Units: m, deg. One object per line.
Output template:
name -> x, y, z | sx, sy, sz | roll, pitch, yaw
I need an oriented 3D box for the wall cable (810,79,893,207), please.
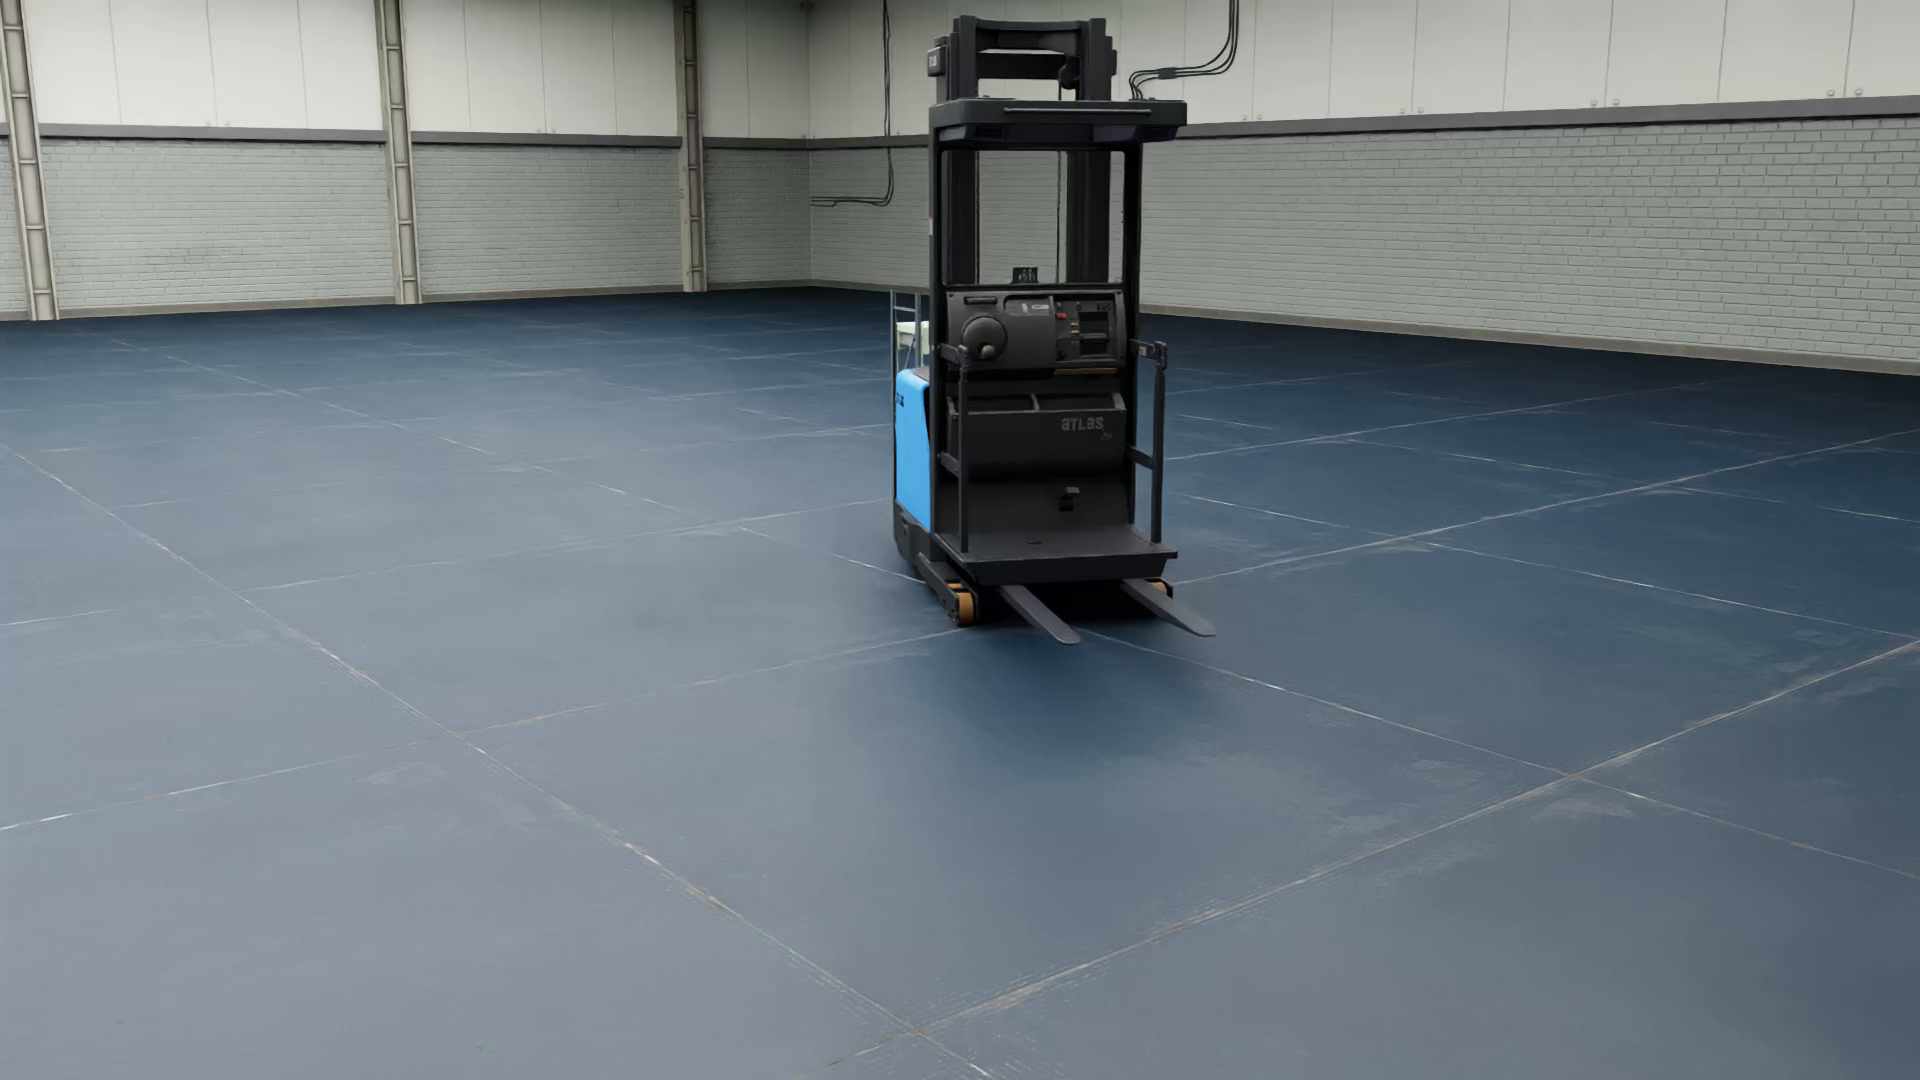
wall cable -> -2.335, -8.177, 34.448 | 0.112, 2.526, 3.097 | -9, 15, -38

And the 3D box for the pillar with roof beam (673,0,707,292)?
pillar with roof beam -> -2.772, -8.830, 30.047 | 0.400, 9.000, 9.100 | -9, 15, -38

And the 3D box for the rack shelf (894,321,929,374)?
rack shelf -> 0.006, -1.152, 10.064 | 0.720, 0.370, 0.431 | -6, 13, -25

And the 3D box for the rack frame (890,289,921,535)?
rack frame -> -0.323, -0.737, 9.989 | 0.023, 1.500, 0.400 | -6, 13, -25

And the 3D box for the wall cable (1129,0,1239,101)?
wall cable -> 3.584, -9.817, 26.511 | 0.169, 6.003, 2.305 | -9, 15, -38

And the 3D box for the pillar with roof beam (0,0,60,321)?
pillar with roof beam -> -12.142, -7.273, 22.714 | 0.400, 9.000, 9.100 | -9, 15, -38

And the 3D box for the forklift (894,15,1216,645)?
forklift -> 0.440, -1.100, 8.254 | 1.130, 2.935, 3.031 | -3, 12, -12

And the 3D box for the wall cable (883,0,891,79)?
wall cable -> -0.645, -10.209, 31.857 | 0.112, 2.526, 3.097 | -9, 15, -38

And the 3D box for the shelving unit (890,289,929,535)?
shelving unit -> 0.006, -0.770, 10.145 | 0.755, 1.500, 0.431 | -6, 13, -25

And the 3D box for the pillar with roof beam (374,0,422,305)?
pillar with roof beam -> -7.457, -8.051, 26.380 | 0.400, 9.000, 9.100 | -9, 15, -38
